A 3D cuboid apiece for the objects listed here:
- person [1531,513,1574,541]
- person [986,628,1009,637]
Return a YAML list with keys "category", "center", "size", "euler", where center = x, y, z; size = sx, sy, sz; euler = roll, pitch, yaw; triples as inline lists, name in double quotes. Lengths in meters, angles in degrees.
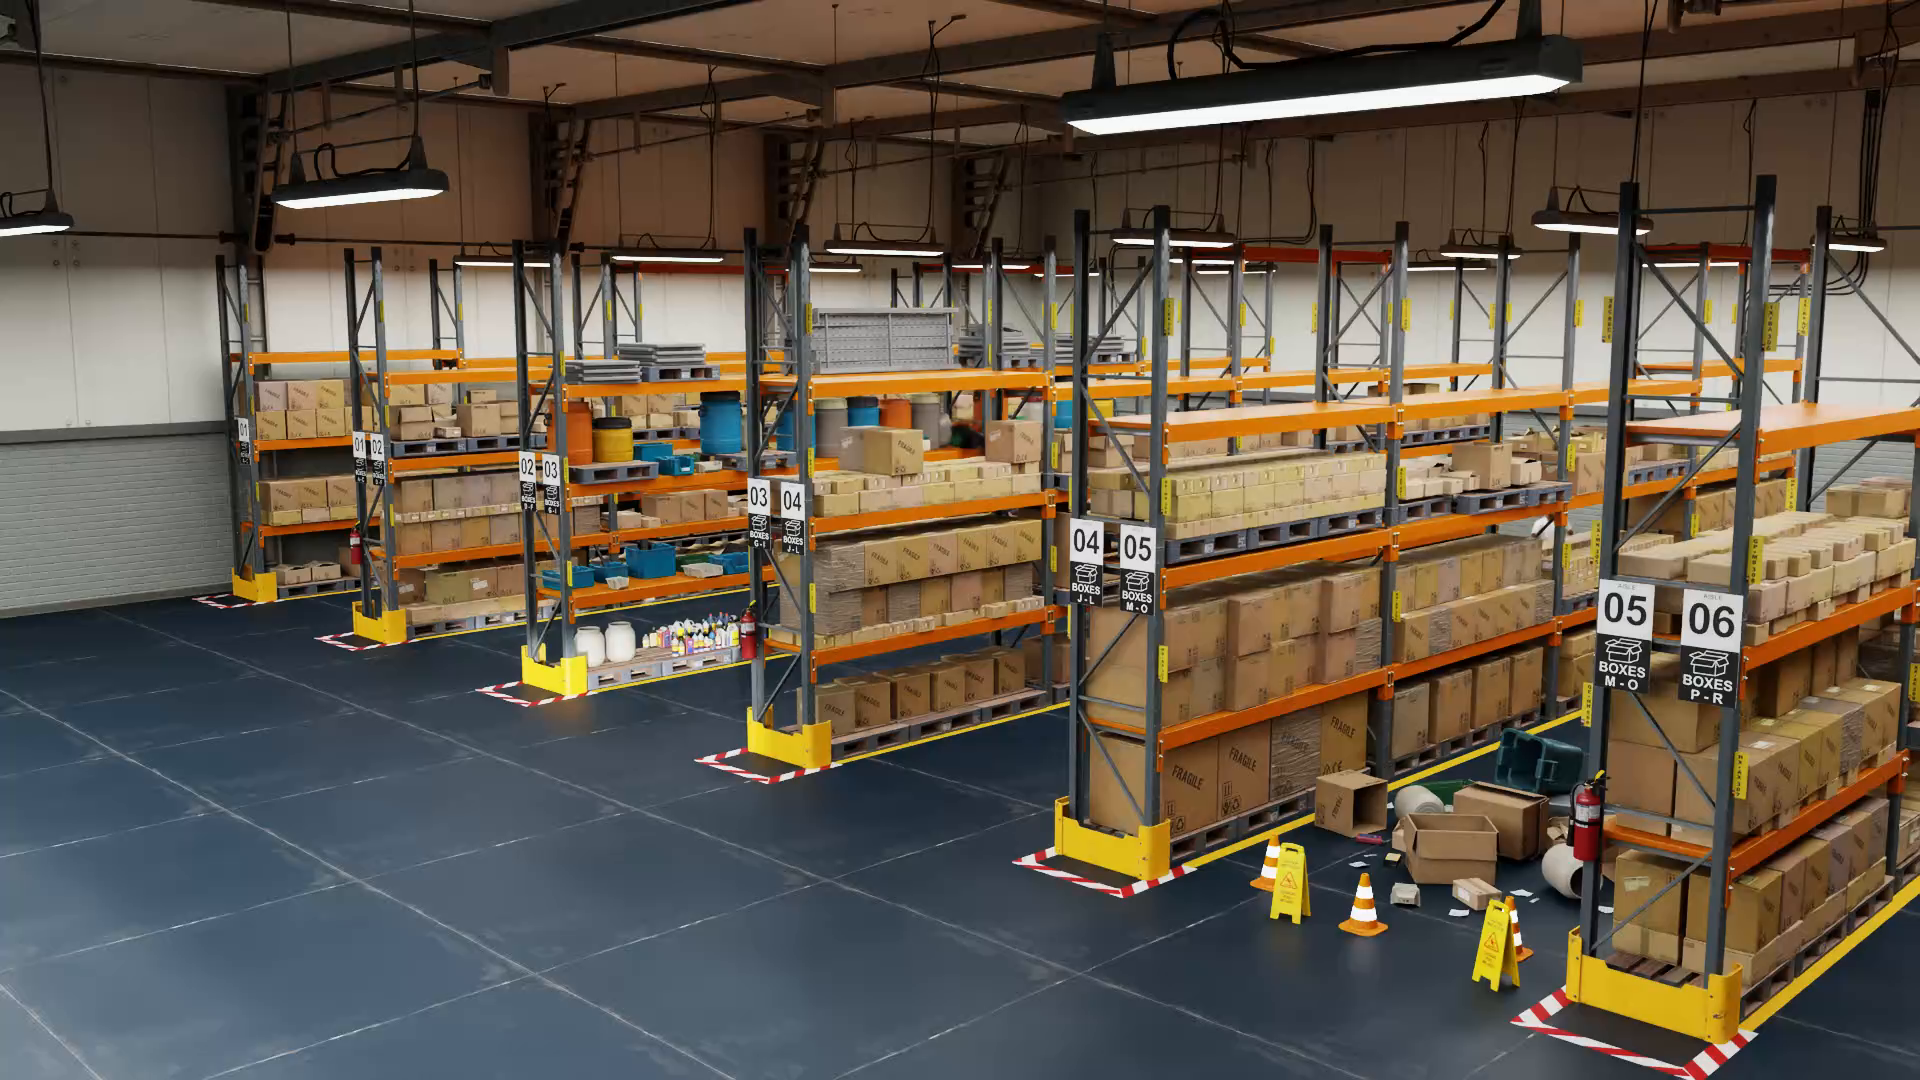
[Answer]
- category: "person"
  center: [10.434, 0.192, 29.230]
  size: [0.739, 1.736, 0.649]
  euler: [0, 8, 2]
- category: "person"
  center: [0.602, 0.539, 24.512]
  size: [0.683, 1.756, 0.744]
  euler: [5, 9, 31]
